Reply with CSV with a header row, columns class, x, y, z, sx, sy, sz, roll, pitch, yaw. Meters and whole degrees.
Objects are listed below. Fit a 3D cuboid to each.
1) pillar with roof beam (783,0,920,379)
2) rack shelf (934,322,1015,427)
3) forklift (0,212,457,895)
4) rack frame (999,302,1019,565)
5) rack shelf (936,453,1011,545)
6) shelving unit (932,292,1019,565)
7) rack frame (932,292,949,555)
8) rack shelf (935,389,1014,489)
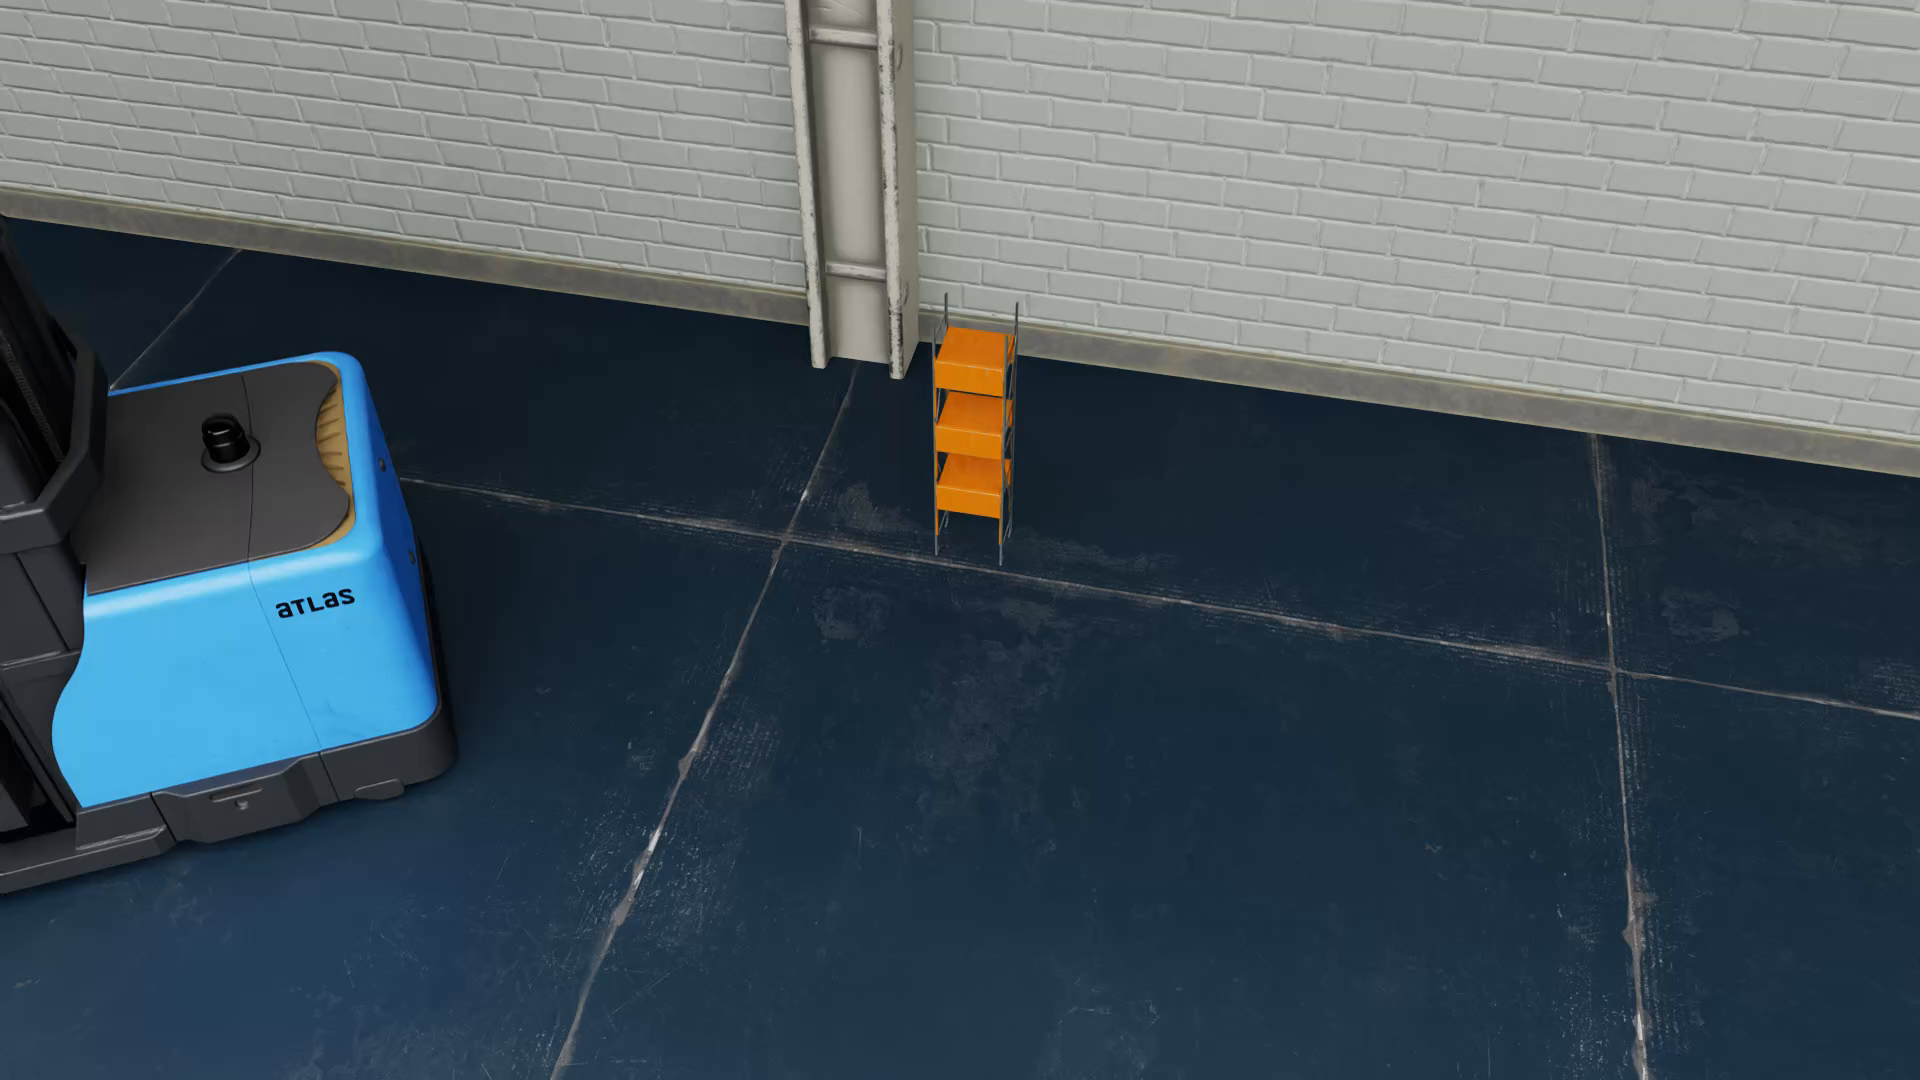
class,x,y,z,sx,sy,sz,roll,pitch,yaw
pillar with roof beam,-1.338,-1.133,0.938,0.400,9.000,9.100,9,45,9
rack shelf,0.052,-0.567,5.688,0.240,0.259,0.215,9,45,9
forklift,-3.214,-0.267,4.413,3.031,2.935,1.130,-13,45,-13
rack frame,0.171,-0.352,5.858,0.008,1.050,0.200,9,45,9
rack shelf,0.052,-0.162,6.078,0.240,0.259,0.215,9,45,9
shelving unit,0.052,-0.370,5.877,0.252,1.050,0.215,9,45,9
rack frame,-0.067,-0.389,5.897,0.008,1.050,0.200,9,45,9
rack shelf,0.052,-0.363,5.885,0.240,0.259,0.215,9,45,9
